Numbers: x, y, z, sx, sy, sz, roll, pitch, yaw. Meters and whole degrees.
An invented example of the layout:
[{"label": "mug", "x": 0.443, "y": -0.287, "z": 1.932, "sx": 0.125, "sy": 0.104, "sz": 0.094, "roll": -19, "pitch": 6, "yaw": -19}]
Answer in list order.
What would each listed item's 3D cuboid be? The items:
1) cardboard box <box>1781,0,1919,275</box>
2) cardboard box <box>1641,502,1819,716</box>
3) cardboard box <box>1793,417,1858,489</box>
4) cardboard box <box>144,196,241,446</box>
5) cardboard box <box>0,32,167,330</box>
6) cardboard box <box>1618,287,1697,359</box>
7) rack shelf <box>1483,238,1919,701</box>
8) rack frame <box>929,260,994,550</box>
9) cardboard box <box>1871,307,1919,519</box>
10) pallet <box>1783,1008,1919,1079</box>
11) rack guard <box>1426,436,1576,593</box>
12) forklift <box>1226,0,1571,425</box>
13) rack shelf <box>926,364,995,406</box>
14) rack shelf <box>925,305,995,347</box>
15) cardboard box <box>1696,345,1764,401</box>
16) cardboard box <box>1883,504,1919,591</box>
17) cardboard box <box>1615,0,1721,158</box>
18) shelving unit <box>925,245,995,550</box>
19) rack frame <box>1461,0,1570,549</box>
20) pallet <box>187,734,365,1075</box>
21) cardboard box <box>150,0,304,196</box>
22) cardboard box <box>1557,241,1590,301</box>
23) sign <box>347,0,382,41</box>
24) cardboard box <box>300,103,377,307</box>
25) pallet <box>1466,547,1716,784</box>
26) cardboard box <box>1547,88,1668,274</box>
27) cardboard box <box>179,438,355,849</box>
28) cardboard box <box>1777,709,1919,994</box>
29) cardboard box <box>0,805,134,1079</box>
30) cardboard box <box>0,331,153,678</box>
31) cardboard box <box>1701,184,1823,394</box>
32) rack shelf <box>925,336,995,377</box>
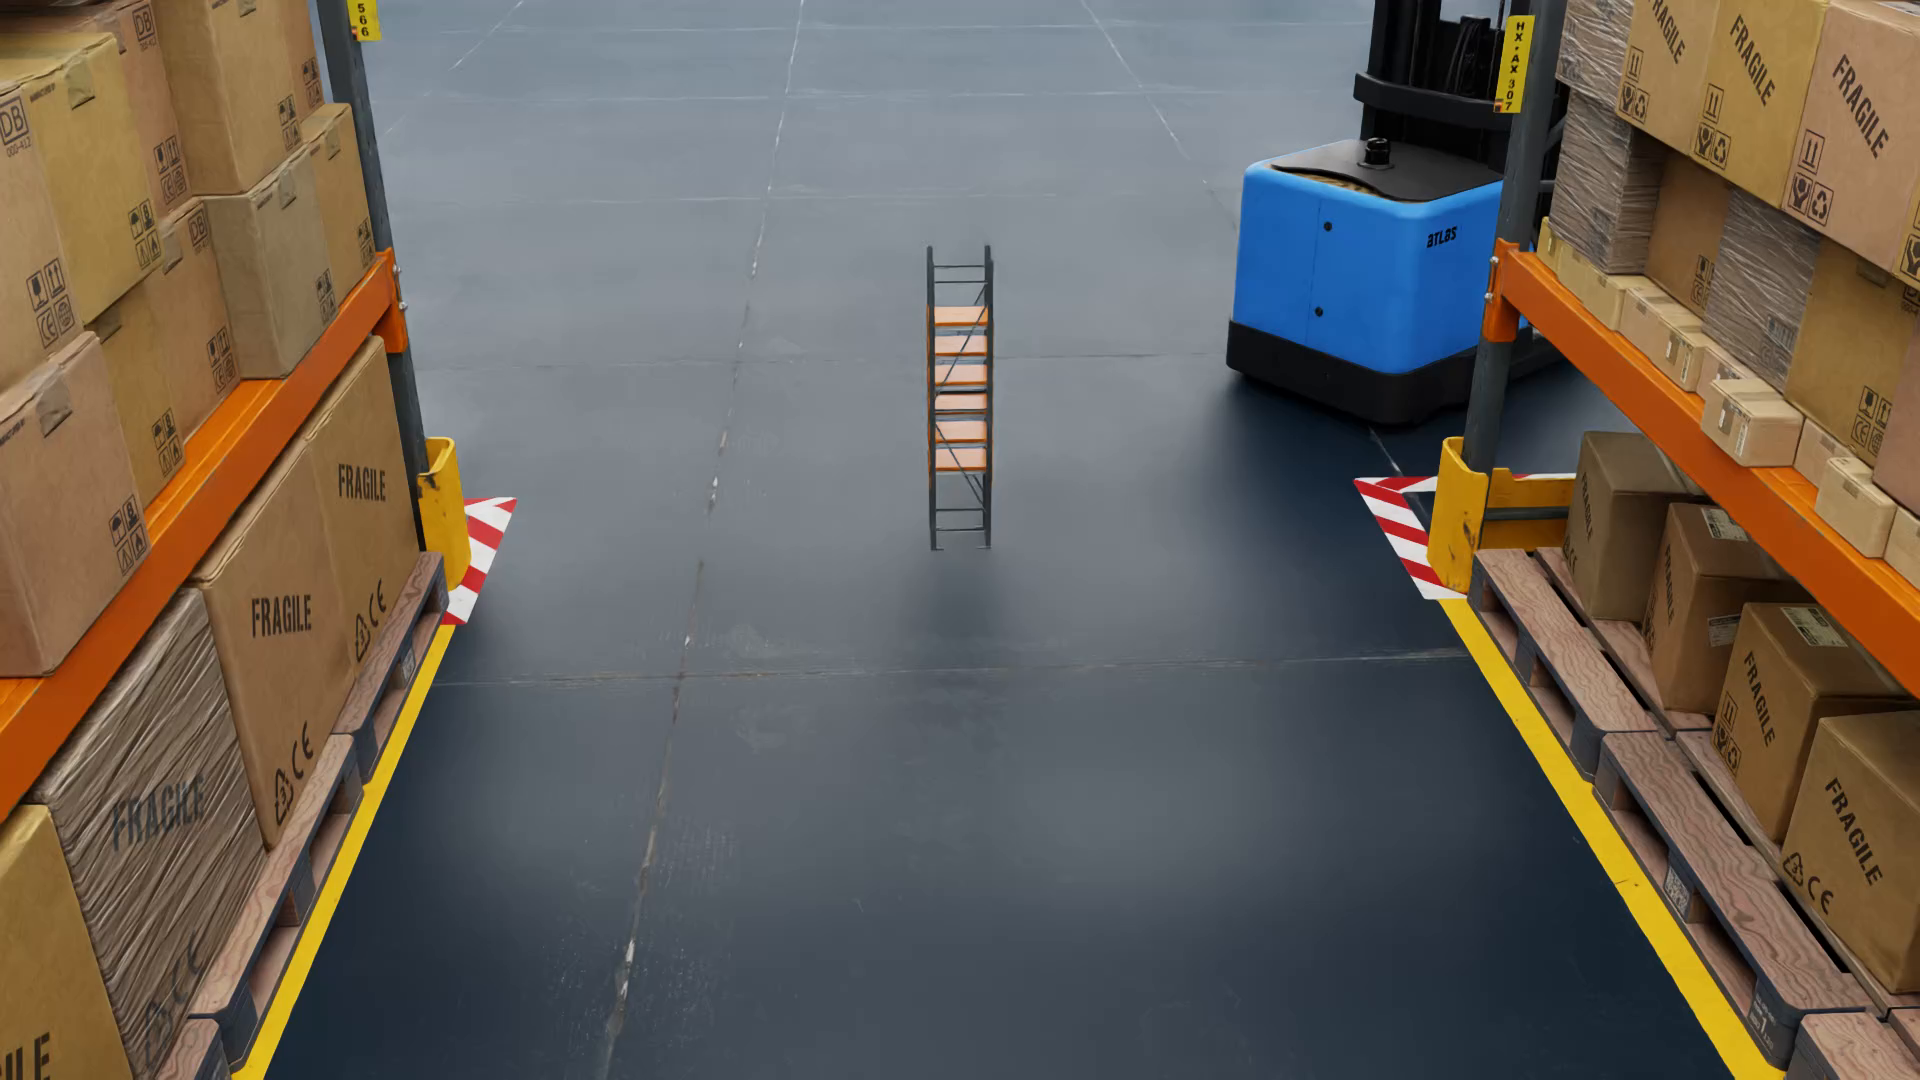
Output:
[{"label": "cardboard box", "x": 2.276, "y": -0.921, "z": 3.762, "sx": 0.500, "sy": 0.500, "sz": 0.500, "roll": -1, "pitch": 28, "yaw": -3}, {"label": "cardboard box", "x": 2.522, "y": 0.231, "z": 5.312, "sx": 0.500, "sy": 0.500, "sz": 0.500, "roll": 6, "pitch": 28, "yaw": 11}, {"label": "cardboard box", "x": 2.344, "y": -0.199, "z": 4.160, "sx": 0.380, "sy": 0.149, "sz": 0.250, "roll": -1, "pitch": 28, "yaw": -3}, {"label": "cardboard box", "x": -2.499, "y": -0.563, "z": 4.424, "sx": 0.875, "sy": 0.550, "sz": 0.550, "roll": -1, "pitch": 28, "yaw": -3}, {"label": "cardboard box", "x": -2.366, "y": -0.800, "z": 3.710, "sx": 0.875, "sy": 0.550, "sz": 0.500, "roll": -1, "pitch": 28, "yaw": -3}, {"label": "cardboard box", "x": 2.243, "y": -0.660, "z": 5.043, "sx": 0.380, "sy": 0.149, "sz": 0.250, "roll": -1, "pitch": 28, "yaw": -3}, {"label": "rack shelf", "x": 2.545, "y": -0.013, "z": 4.308, "sx": 1.077, "sy": 0.370, "sz": 4.000, "roll": -1, "pitch": 28, "yaw": -3}, {"label": "rack frame", "x": 0.004, "y": -0.496, "z": 6.404, "sx": 0.240, "sy": 1.200, "sz": 0.006, "roll": -1, "pitch": 28, "yaw": -3}, {"label": "cardboard box", "x": 2.570, "y": -0.254, "z": 3.563, "sx": 0.875, "sy": 0.500, "sz": 0.500, "roll": -1, "pitch": 28, "yaw": -3}, {"label": "pallet", "x": 2.579, "y": 1.519, "z": 3.609, "sx": 1.003, "sy": 0.211, "sz": 1.213, "roll": -1, "pitch": 28, "yaw": -3}, {"label": "rack guard", "x": 2.444, "y": -0.112, "z": 6.424, "sx": 1.175, "sy": 0.500, "sz": 0.348, "roll": -1, "pitch": 28, "yaw": -3}, {"label": "forklift", "x": 2.775, "y": -2.382, "z": 8.148, "sx": 3.031, "sy": 2.935, "sz": 1.130, "roll": -21, "pitch": 34, "yaw": -35}, {"label": "rack shelf", "x": -0.001, "y": -0.606, "z": 6.450, "sx": 0.258, "sy": 0.103, "sz": 0.180, "roll": -1, "pitch": 28, "yaw": -3}, {"label": "rack shelf", "x": -0.001, "y": -0.818, "z": 6.339, "sx": 0.258, "sy": 0.103, "sz": 0.180, "roll": -1, "pitch": 28, "yaw": -3}, {"label": "cardboard box", "x": 2.289, "y": -0.429, "z": 4.601, "sx": 0.380, "sy": 0.149, "sz": 0.250, "roll": -1, "pitch": 28, "yaw": -3}, {"label": "cardboard box", "x": 2.329, "y": 0.033, "z": 3.715, "sx": 0.380, "sy": 0.149, "sz": 0.250, "roll": -1, "pitch": 28, "yaw": -3}, {"label": "cardboard box", "x": 2.216, "y": -1.383, "z": 4.647, "sx": 0.500, "sy": 0.500, "sz": 0.500, "roll": -1, "pitch": 28, "yaw": -3}, {"label": "shelving unit", "x": -0.001, "y": -0.539, "z": 6.485, "sx": 0.258, "sy": 1.200, "sz": 0.189, "roll": -1, "pitch": 28, "yaw": -3}, {"label": "rack frame", "x": 2.440, "y": -1.255, "z": 5.913, "sx": 1.000, "sy": 3.000, "sz": 0.127, "roll": -1, "pitch": 28, "yaw": -3}, {"label": "pallet", "x": -2.338, "y": 0.984, "z": 4.635, "sx": 1.003, "sy": 0.211, "sz": 1.213, "roll": -1, "pitch": 28, "yaw": -3}, {"label": "cardboard box", "x": -2.417, "y": -1.303, "z": 4.675, "sx": 0.875, "sy": 0.550, "sz": 0.550, "roll": -1, "pitch": 28, "yaw": -3}, {"label": "cardboard box", "x": 2.211, "y": -0.890, "z": 5.485, "sx": 0.380, "sy": 0.149, "sz": 0.250, "roll": -1, "pitch": 28, "yaw": -3}, {"label": "sign", "x": -1.976, "y": -1.807, "z": 5.463, "sx": 0.100, "sy": 0.325, "sz": 0.005, "roll": -1, "pitch": 28, "yaw": -3}, {"label": "cardboard box", "x": -2.454, "y": -1.078, "z": 5.411, "sx": 0.875, "sy": 0.550, "sz": 0.550, "roll": -1, "pitch": 28, "yaw": -3}, {"label": "pallet", "x": 2.451, "y": 0.392, "z": 5.769, "sx": 1.003, "sy": 0.211, "sz": 1.213, "roll": -1, "pitch": 28, "yaw": -3}, {"label": "cardboard box", "x": 2.442, "y": -1.177, "z": 5.333, "sx": 0.875, "sy": 0.500, "sz": 0.500, "roll": -1, "pitch": 28, "yaw": -3}, {"label": "cardboard box", "x": -2.369, "y": 0.292, "z": 4.790, "sx": 0.875, "sy": 0.875, "sz": 0.875, "roll": -2, "pitch": 28, "yaw": -3}, {"label": "cardboard box", "x": 2.520, "y": 0.779, "z": 4.261, "sx": 0.500, "sy": 0.500, "sz": 0.500, "roll": -4, "pitch": 28, "yaw": -7}, {"label": "cardboard box", "x": -2.272, "y": 1.129, "z": 3.185, "sx": 0.875, "sy": 0.875, "sz": 0.875, "roll": -1, "pitch": 28, "yaw": -2}, {"label": "cardboard box", "x": -2.303, "y": -0.077, "z": 3.492, "sx": 0.875, "sy": 0.550, "sz": 0.550, "roll": -1, "pitch": 28, "yaw": -3}, {"label": "cardboard box", "x": 2.570, "y": -0.717, "z": 4.451, "sx": 0.875, "sy": 0.500, "sz": 0.500, "roll": -1, "pitch": 28, "yaw": -3}, {"label": "rack shelf", "x": -0.001, "y": -0.712, "z": 6.395, "sx": 0.258, "sy": 0.103, "sz": 0.180, "roll": -1, "pitch": 28, "yaw": -3}]
